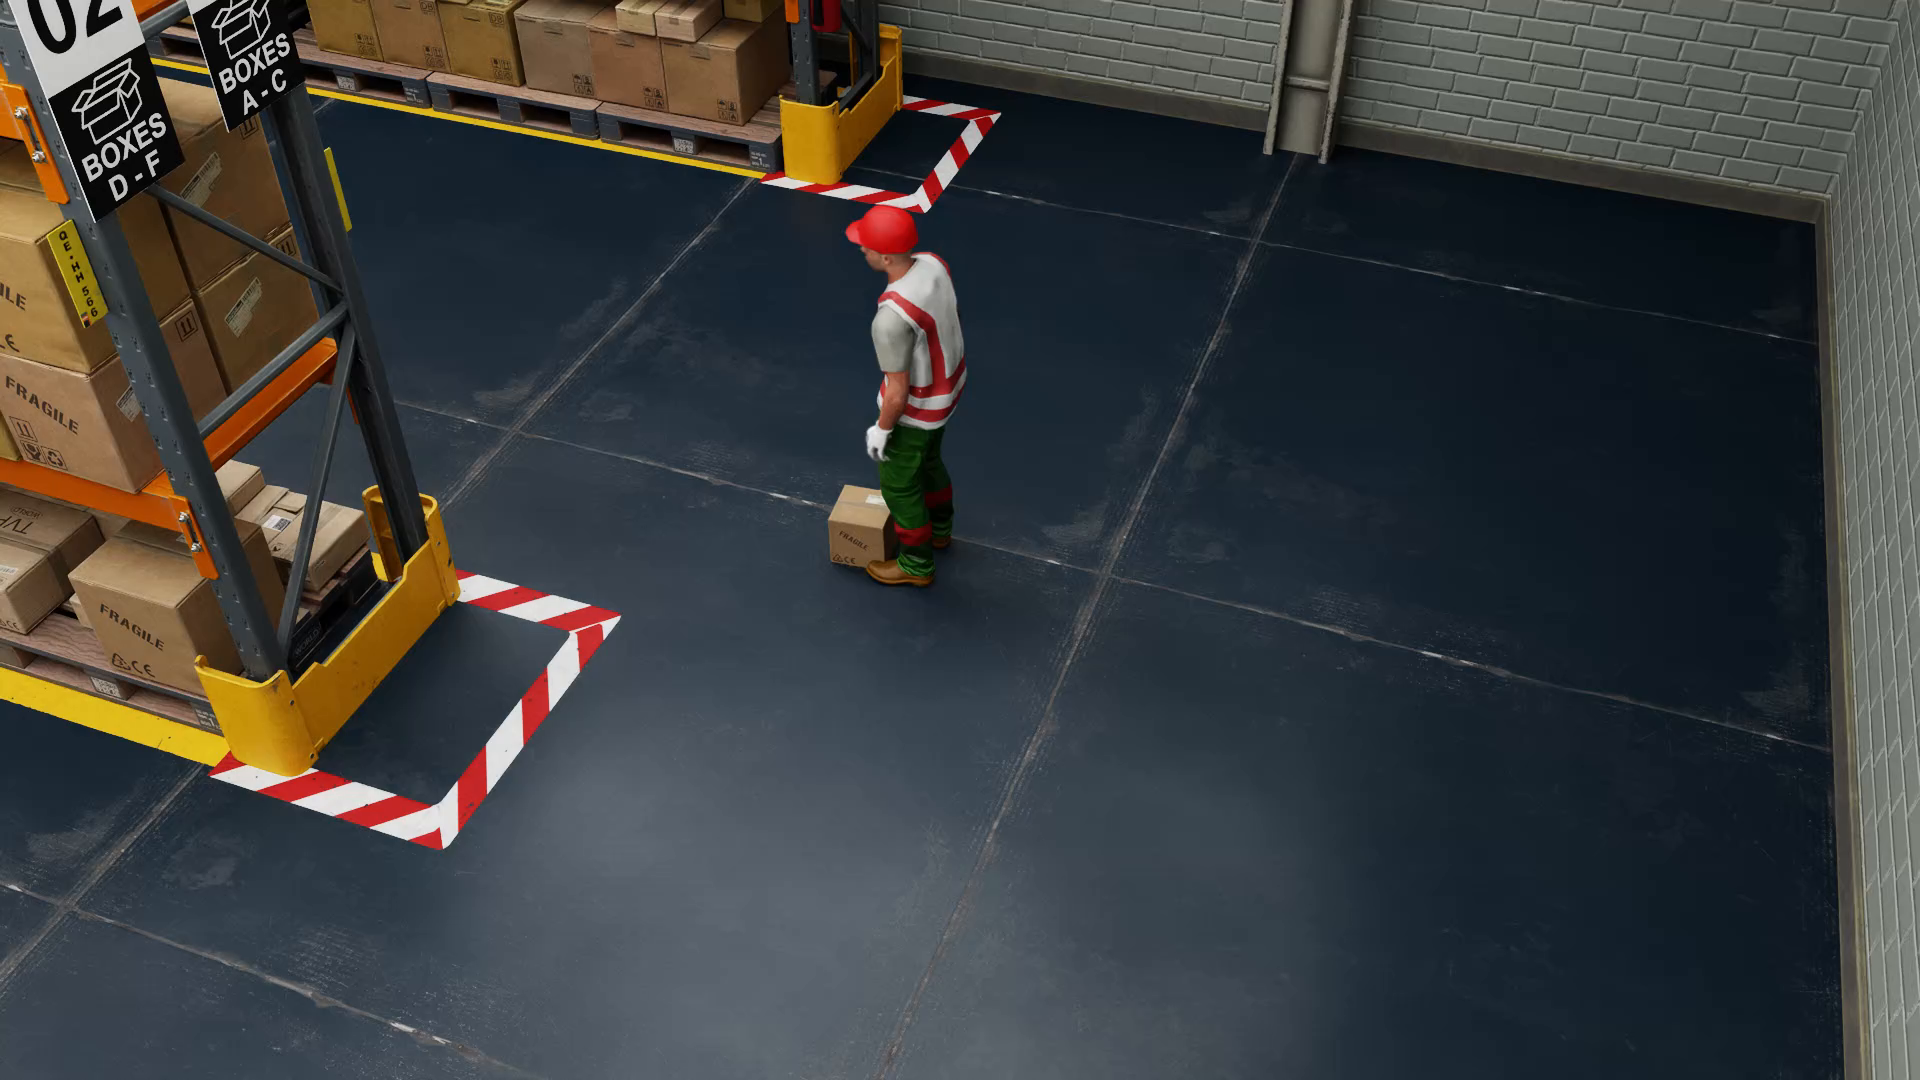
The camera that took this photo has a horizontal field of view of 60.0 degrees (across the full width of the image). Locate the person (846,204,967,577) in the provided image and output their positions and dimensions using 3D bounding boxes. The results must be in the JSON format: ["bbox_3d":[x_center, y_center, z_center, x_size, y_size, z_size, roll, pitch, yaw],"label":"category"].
[{"bbox_3d":[-0.210,-0.596,6.785,0.449,1.722,0.581,14,43,15],"label":"person"}]
